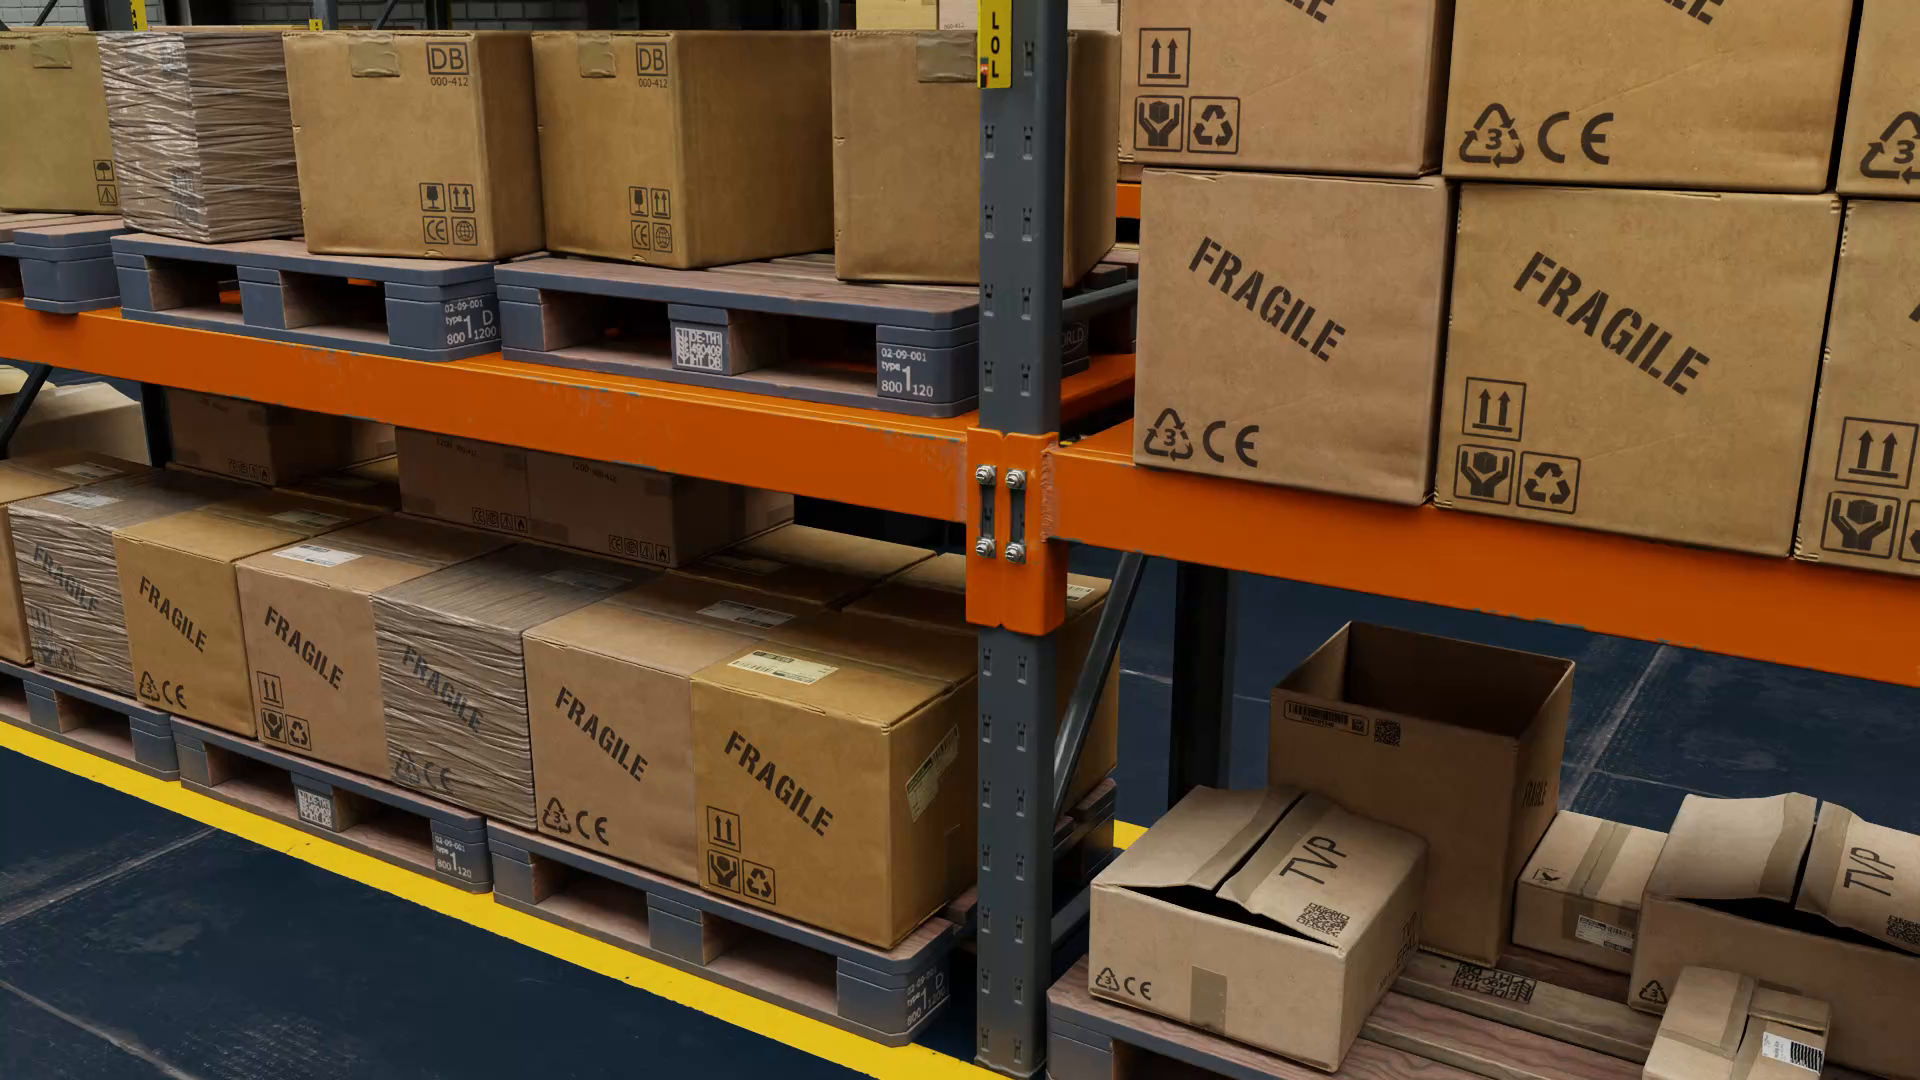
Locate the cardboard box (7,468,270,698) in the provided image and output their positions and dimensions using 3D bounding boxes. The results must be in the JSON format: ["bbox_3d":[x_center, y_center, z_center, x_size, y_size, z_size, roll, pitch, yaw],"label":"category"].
[{"bbox_3d":[-2.377,0.111,4.898,0.500,0.500,0.500,9,19,28],"label":"cardboard box"}]

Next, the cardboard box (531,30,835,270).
[{"bbox_3d":[-0.562,-0.949,3.951,0.500,0.500,0.700,14,22,39],"label":"cardboard box"}]

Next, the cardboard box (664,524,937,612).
[{"bbox_3d":[-0.401,0.289,4.312,0.500,0.500,0.500,10,20,31],"label":"cardboard box"}]

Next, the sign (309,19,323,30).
[{"bbox_3d":[-4.161,-3.207,10.789,0.005,0.325,0.100,10,20,30],"label":"sign"}]

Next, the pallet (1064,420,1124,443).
[{"bbox_3d":[1.193,-0.661,8.695,1.213,0.211,1.003,10,20,30],"label":"pallet"}]

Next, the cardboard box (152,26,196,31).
[{"bbox_3d":[-5.300,-3.374,11.762,0.500,0.500,0.500,9,19,28],"label":"cardboard box"}]

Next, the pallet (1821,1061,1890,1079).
[{"bbox_3d":[1.972,1.140,2.765,1.213,0.211,1.003,10,20,30],"label":"pallet"}]

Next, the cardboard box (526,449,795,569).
[{"bbox_3d":[-0.793,-0.143,4.446,0.500,0.250,0.500,10,20,30],"label":"cardboard box"}]

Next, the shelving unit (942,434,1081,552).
[{"bbox_3d":[0.206,-0.542,6.602,0.503,1.200,0.258,9,19,27],"label":"shelving unit"}]

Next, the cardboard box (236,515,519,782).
[{"bbox_3d":[-1.505,0.267,4.386,0.500,0.500,0.500,9,19,28],"label":"cardboard box"}]

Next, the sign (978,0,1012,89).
[{"bbox_3d":[0.057,-0.900,2.692,0.005,0.325,0.100,10,20,30],"label":"sign"}]

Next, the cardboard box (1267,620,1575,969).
[{"bbox_3d":[0.978,0.518,3.560,0.500,0.500,0.500,10,20,30],"label":"cardboard box"}]

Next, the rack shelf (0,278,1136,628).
[{"bbox_3d":[-1.360,-0.444,4.420,4.000,0.370,1.077,10,20,30],"label":"rack shelf"}]

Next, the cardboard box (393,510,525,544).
[{"bbox_3d":[-1.253,0.134,4.822,0.500,0.500,0.500,9,19,28],"label":"cardboard box"}]

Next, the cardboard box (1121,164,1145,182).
[{"bbox_3d":[0.997,-1.871,8.279,0.250,0.149,0.380,10,20,30],"label":"cardboard box"}]

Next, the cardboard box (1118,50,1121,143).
[{"bbox_3d":[0.669,-2.225,8.326,0.500,0.500,0.500,10,20,30],"label":"cardboard box"}]

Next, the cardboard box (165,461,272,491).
[{"bbox_3d":[-2.145,-0.023,5.340,0.500,0.500,0.500,11,20,32],"label":"cardboard box"}]

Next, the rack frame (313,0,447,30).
[{"bbox_3d":[-3.884,-2.928,11.361,0.127,3.000,1.000,10,20,30],"label":"rack frame"}]

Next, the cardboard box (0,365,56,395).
[{"bbox_3d":[-3.809,-0.476,6.332,0.500,0.311,0.500,10,19,29],"label":"cardboard box"}]

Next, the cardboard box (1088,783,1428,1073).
[{"bbox_3d":[0.589,0.709,3.254,0.500,0.311,0.500,10,20,30],"label":"cardboard box"}]

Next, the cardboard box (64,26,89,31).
[{"bbox_3d":[-6.190,-3.529,12.270,0.500,0.500,0.500,9,19,28],"label":"cardboard box"}]

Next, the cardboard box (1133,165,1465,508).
[{"bbox_3d":[0.636,-0.387,2.822,0.500,0.500,0.500,11,20,31],"label":"cardboard box"}]

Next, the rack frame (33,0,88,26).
[{"bbox_3d":[-7.292,-3.537,13.364,0.127,3.000,1.000,10,20,30],"label":"rack frame"}]

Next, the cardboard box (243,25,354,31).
[{"bbox_3d":[-4.448,-3.220,11.255,0.500,0.500,0.500,10,20,30],"label":"cardboard box"}]

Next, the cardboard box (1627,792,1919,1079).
[{"bbox_3d":[1.617,0.722,3.211,0.500,0.311,0.500,10,20,30],"label":"cardboard box"}]

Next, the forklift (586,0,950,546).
[{"bbox_3d":[-1.367,-1.609,7.136,3.031,2.935,1.130,9,19,26],"label":"forklift"}]

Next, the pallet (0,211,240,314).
[{"bbox_3d":[-2.450,-0.915,5.063,1.003,0.211,1.213,10,20,30],"label":"pallet"}]

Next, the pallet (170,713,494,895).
[{"bbox_3d":[-1.413,0.550,4.706,1.213,0.211,1.003,10,20,30],"label":"pallet"}]

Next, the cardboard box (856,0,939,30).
[{"bbox_3d":[-0.199,-2.741,8.736,0.500,0.250,0.500,11,20,31],"label":"cardboard box"}]

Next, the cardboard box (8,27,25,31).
[{"bbox_3d":[-7.043,-3.686,12.790,0.500,0.500,0.500,10,20,30],"label":"cardboard box"}]

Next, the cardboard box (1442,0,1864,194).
[{"bbox_3d":[1.038,-0.791,2.431,0.500,0.500,0.500,9,19,28],"label":"cardboard box"}]

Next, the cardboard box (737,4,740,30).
[{"bbox_3d":[-1.067,-2.979,9.483,0.250,0.149,0.380,7,18,21],"label":"cardboard box"}]

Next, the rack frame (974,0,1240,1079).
[{"bbox_3d":[0.344,-0.484,3.314,0.127,3.000,1.000,10,20,30],"label":"rack frame"}]

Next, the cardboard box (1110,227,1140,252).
[{"bbox_3d":[0.826,-1.213,8.690,0.750,0.750,0.750,10,20,30],"label":"cardboard box"}]

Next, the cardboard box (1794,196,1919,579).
[{"bbox_3d":[1.499,-0.233,2.316,0.500,0.500,0.500,10,20,30],"label":"cardboard box"}]

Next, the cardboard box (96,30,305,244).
[{"bbox_3d":[-1.789,-1.087,4.404,0.500,0.500,0.700,15,22,40],"label":"cardboard box"}]

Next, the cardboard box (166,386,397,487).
[{"bbox_3d":[-2.094,-0.374,5.206,0.500,0.250,0.500,11,20,32],"label":"cardboard box"}]

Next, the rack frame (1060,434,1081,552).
[{"bbox_3d":[0.422,-0.509,6.492,0.015,1.200,0.240,9,19,27],"label":"rack frame"}]

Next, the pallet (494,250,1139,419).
[{"bbox_3d":[-0.280,-0.541,3.831,1.213,0.211,1.003,10,20,30],"label":"pallet"}]

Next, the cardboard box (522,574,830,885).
[{"bbox_3d":[-0.643,0.420,3.881,0.500,0.500,0.500,10,20,30],"label":"cardboard box"}]
